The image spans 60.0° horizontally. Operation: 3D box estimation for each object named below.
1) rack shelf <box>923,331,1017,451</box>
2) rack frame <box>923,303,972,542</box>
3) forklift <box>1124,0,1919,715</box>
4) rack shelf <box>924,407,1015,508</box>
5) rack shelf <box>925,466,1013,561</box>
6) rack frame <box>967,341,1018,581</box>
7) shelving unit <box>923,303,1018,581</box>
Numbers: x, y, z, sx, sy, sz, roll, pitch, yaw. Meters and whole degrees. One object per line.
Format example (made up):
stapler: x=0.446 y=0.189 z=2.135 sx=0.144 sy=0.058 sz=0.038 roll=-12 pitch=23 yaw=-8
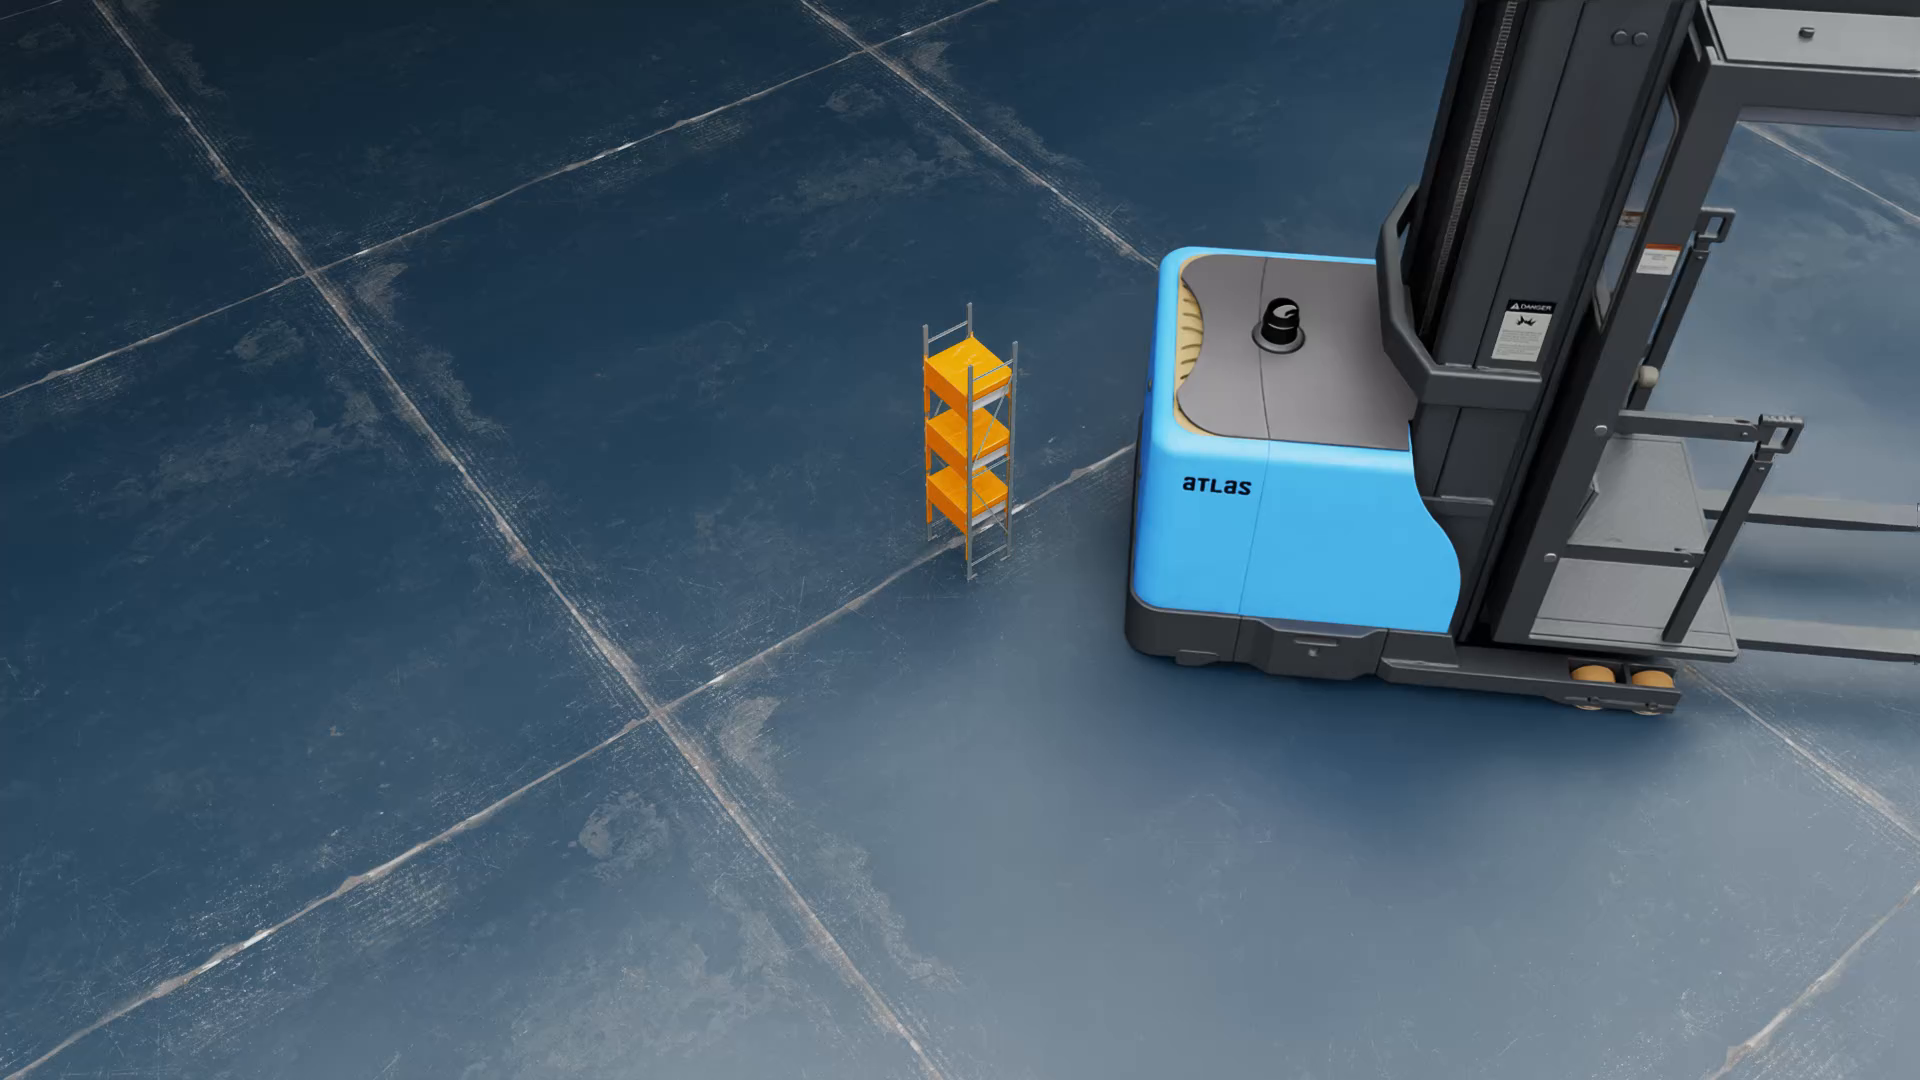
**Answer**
rack shelf: x=0.032 y=-0.505 z=5.630 sx=0.215 sy=0.259 sz=0.240 roll=-29 pitch=54 yaw=-24
rack frame: x=-0.041 y=-0.393 z=5.898 sx=0.200 sy=1.050 sz=0.008 roll=-29 pitch=54 yaw=-24
forklift: x=2.133 y=-0.803 z=5.000 sx=3.031 sy=2.935 sz=1.130 roll=5 pitch=48 yaw=4
rack shelf: x=0.032 y=-0.314 z=5.840 sx=0.215 sy=0.259 sz=0.240 roll=-29 pitch=54 yaw=-24
rack shelf: x=0.032 y=-0.127 z=6.046 sx=0.215 sy=0.259 sz=0.240 roll=-29 pitch=54 yaw=-24
rack frame: x=0.106 y=-0.249 z=5.767 sx=0.200 sy=1.050 sz=0.008 roll=-29 pitch=54 yaw=-24
shelving unit: x=0.032 y=-0.321 z=5.832 sx=0.215 sy=1.050 sz=0.252 roll=-29 pitch=54 yaw=-24
